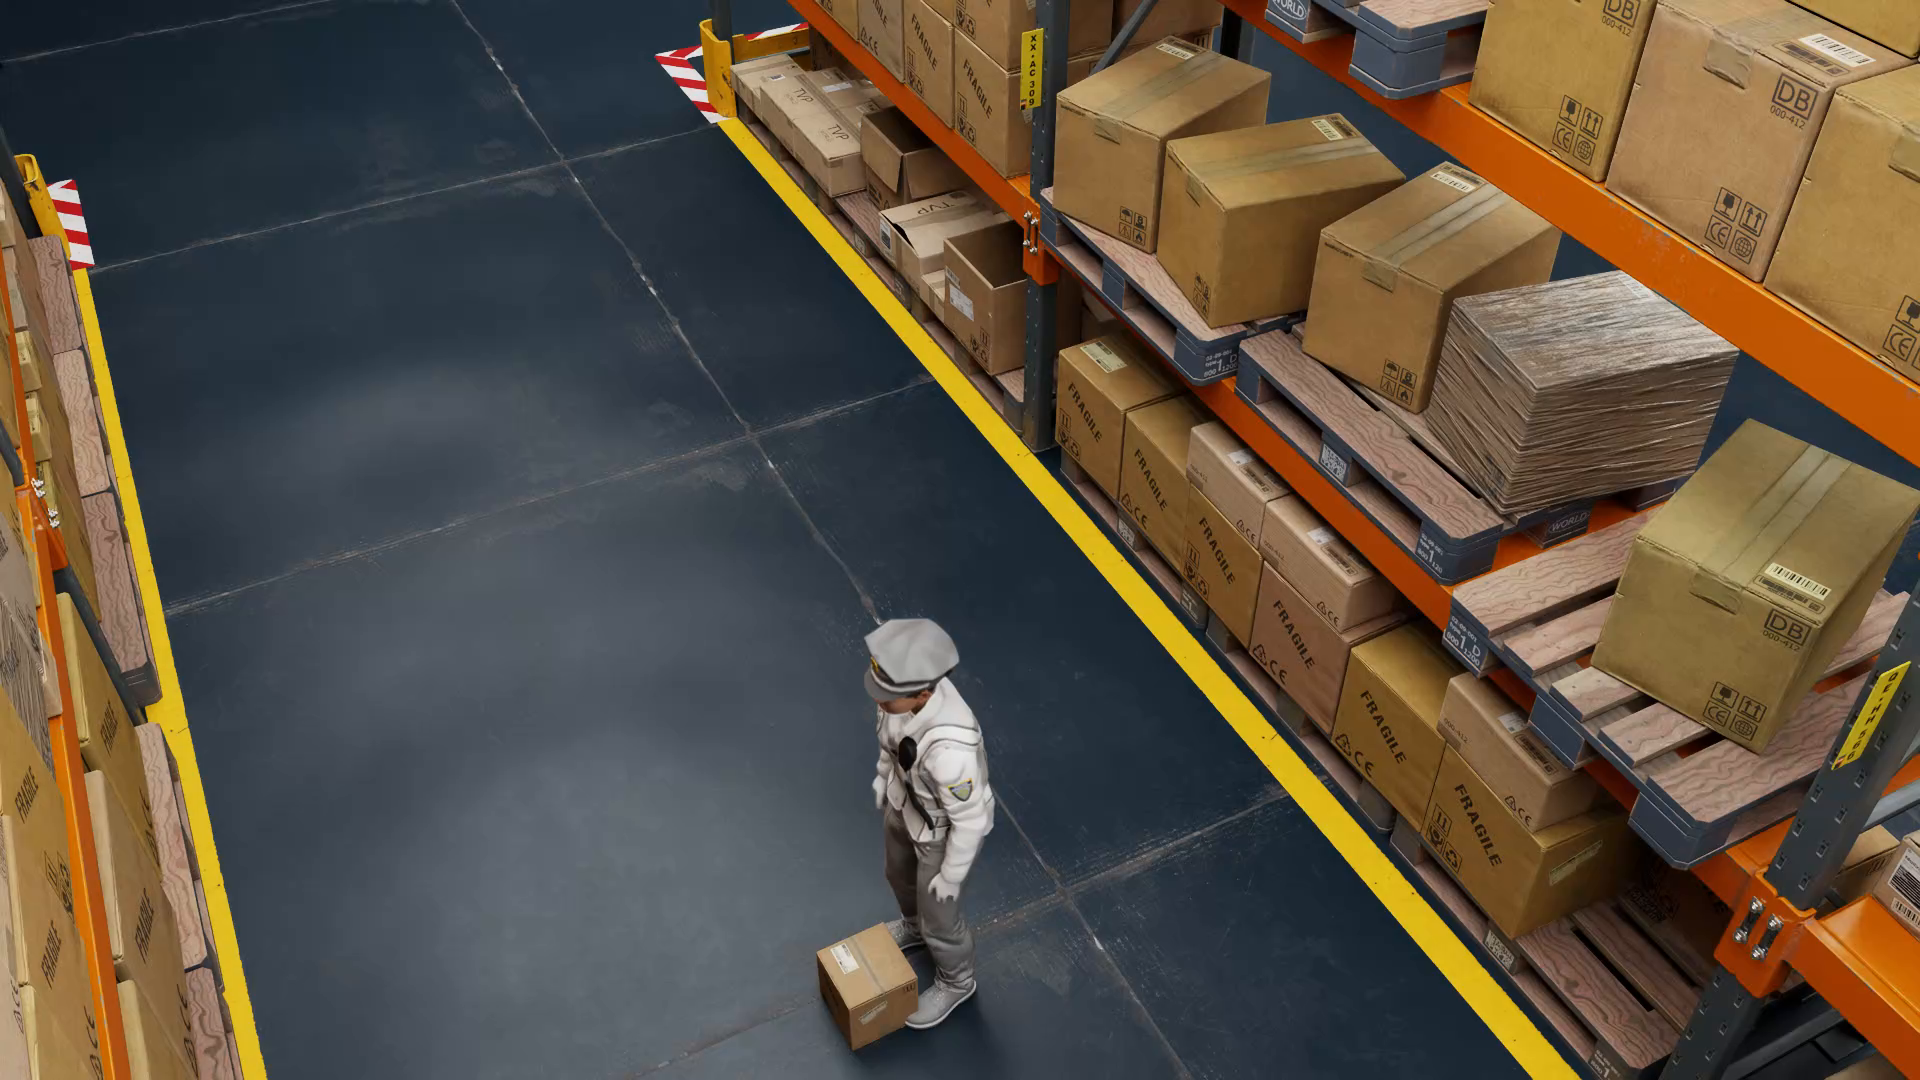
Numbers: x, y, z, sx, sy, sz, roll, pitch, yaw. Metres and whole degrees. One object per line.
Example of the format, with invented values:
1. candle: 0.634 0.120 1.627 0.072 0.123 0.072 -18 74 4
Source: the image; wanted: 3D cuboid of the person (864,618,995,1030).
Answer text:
1. person: -0.101 0.878 5.164 0.371 1.664 0.529 -19 45 -20
